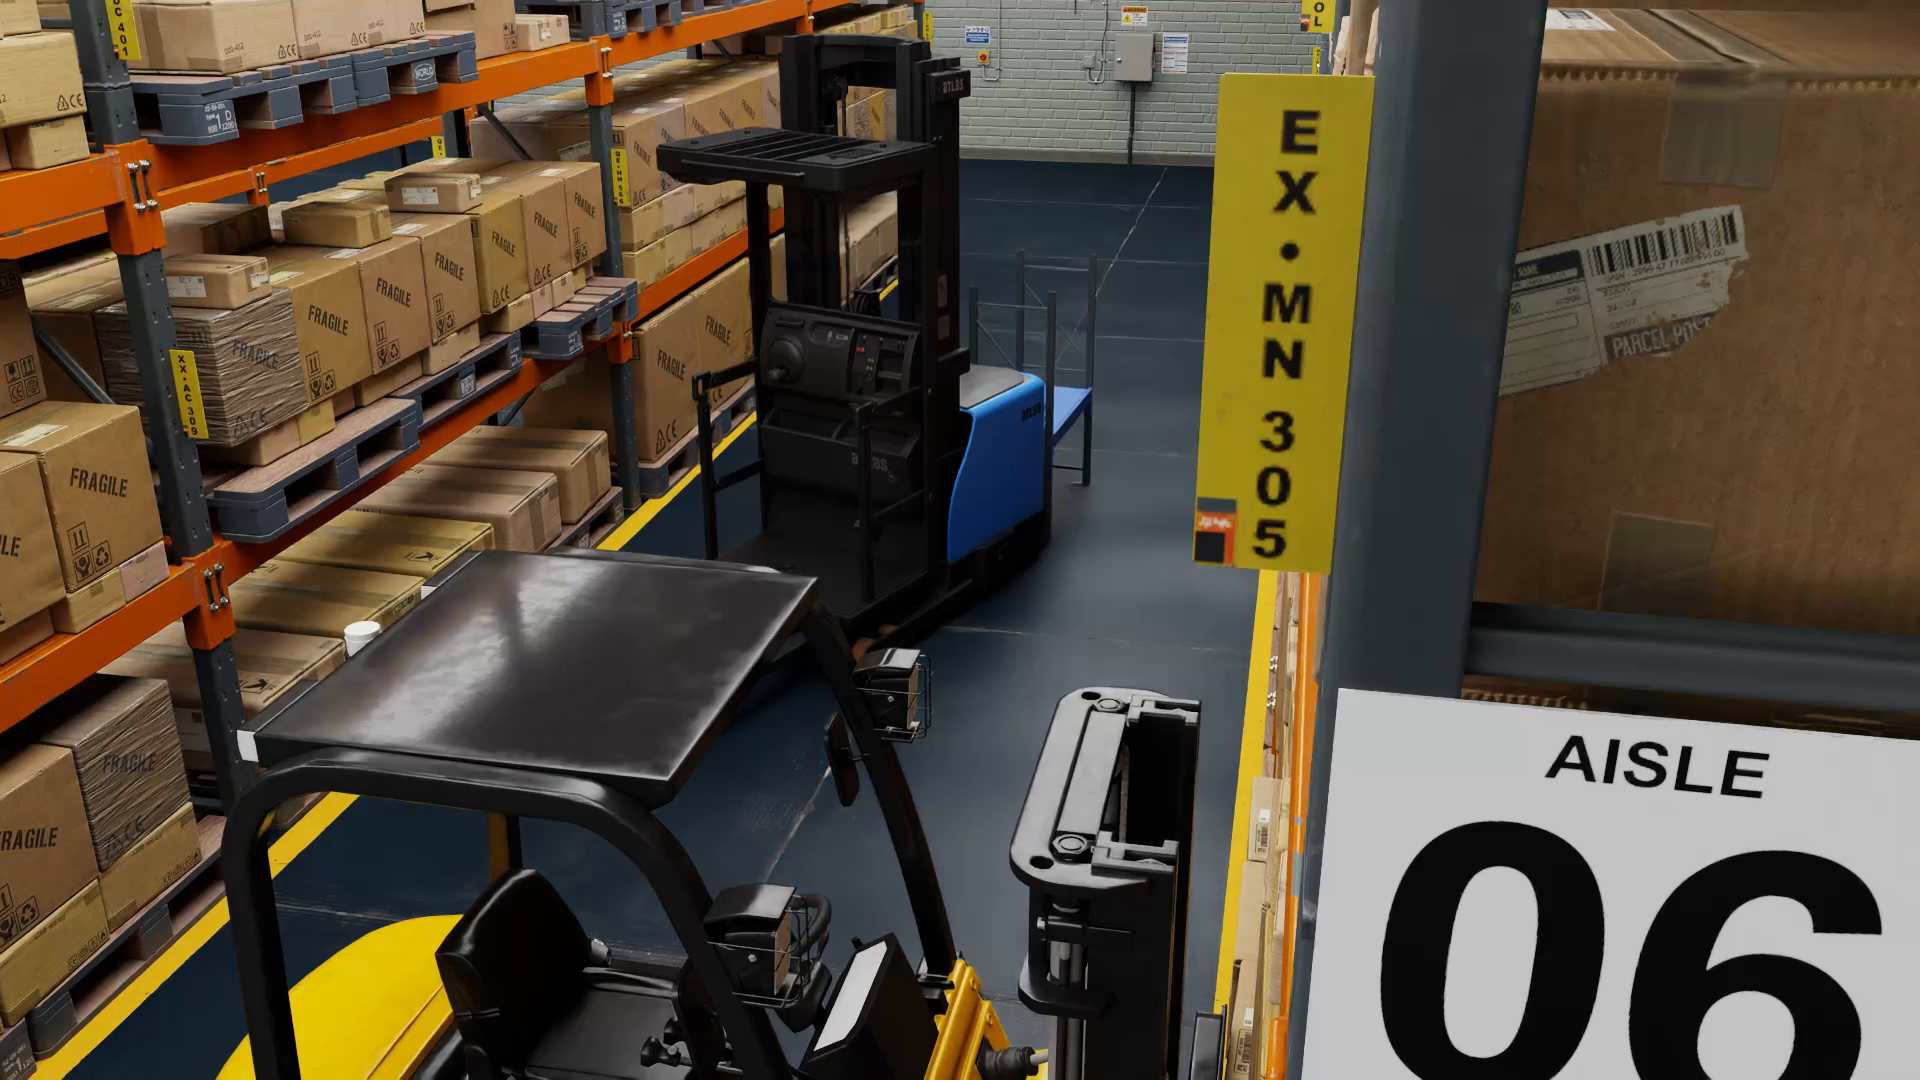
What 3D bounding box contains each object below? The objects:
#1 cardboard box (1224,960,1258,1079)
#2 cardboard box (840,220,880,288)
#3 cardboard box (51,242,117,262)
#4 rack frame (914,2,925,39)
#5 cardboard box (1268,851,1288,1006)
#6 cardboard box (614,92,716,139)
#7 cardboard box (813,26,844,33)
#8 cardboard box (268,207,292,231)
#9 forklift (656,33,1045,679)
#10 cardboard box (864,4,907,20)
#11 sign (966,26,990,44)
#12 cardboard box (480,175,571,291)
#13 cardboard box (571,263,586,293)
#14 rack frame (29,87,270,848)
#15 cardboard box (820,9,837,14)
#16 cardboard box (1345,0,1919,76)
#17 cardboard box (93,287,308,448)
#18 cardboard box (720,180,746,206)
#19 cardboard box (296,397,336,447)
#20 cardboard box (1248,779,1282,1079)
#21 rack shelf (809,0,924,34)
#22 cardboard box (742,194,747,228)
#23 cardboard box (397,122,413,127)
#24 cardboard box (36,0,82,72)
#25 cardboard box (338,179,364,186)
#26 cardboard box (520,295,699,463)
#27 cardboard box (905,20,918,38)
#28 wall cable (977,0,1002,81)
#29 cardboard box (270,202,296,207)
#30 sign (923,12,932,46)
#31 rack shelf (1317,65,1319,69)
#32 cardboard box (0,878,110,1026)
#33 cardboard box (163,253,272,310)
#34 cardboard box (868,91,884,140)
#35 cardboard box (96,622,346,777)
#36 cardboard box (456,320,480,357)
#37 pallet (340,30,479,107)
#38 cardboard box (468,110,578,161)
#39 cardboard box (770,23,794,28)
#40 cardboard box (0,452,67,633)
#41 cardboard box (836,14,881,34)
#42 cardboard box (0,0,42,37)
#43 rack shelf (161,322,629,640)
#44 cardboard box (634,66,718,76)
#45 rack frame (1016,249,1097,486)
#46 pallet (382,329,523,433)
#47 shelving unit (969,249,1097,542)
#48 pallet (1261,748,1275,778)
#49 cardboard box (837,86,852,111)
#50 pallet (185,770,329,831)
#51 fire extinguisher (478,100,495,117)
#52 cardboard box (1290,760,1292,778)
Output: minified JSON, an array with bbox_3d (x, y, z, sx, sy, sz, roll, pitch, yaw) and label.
[{"bbox_3d":[0.942,1.356,4.251,0.500,0.250,0.500,5,23,13],"label":"cardboard box"},{"bbox_3d":[-1.259,-2.641,15.262,0.875,0.438,0.875,4,22,9],"label":"cardboard box"},{"bbox_3d":[-6.658,-2.136,12.922,0.500,0.250,0.500,3,22,9],"label":"cardboard box"},{"bbox_3d":[-0.859,-4.548,17.132,1.000,3.000,0.127,4,22,11],"label":"rack frame"},{"bbox_3d":[0.718,0.669,2.778,0.380,0.149,0.250,5,22,12],"label":"cardboard box"},{"bbox_3d":[-1.938,-2.665,10.982,0.500,0.500,0.500,5,22,12],"label":"cardboard box"},{"bbox_3d":[-1.198,-4.270,14.100,0.380,0.149,0.250,4,22,11],"label":"cardboard box"},{"bbox_3d":[-3.120,-1.287,7.939,0.500,0.500,0.500,4,22,9],"label":"cardboard box"},{"bbox_3d":[-0.728,-0.910,8.191,1.130,2.935,3.031,13,26,30],"label":"forklift"},{"bbox_3d":[-0.736,-5.213,16.441,0.380,0.149,0.250,5,22,12],"label":"cardboard box"},{"bbox_3d":[0.234,-6.764,22.271,0.327,0.218,0.001,4,22,11],"label":"sign"},{"bbox_3d":[-2.406,-1.624,8.777,0.500,0.500,0.500,4,22,10],"label":"cardboard box"},{"bbox_3d":[-2.311,-1.459,9.236,0.380,0.149,0.250,5,22,12],"label":"cardboard box"},{"bbox_3d":[-3.307,-0.160,6.235,1.000,3.000,0.127,4,22,11],"label":"rack frame"},{"bbox_3d":[-1.387,-4.965,15.827,0.380,0.149,0.250,4,22,9],"label":"cardboard box"},{"bbox_3d":[0.895,-0.546,2.349,0.700,0.500,0.500,5,22,11],"label":"cardboard box"},{"bbox_3d":[-2.931,-0.688,6.453,0.500,0.500,0.500,5,22,12],"label":"cardboard box"},{"bbox_3d":[-1.809,-2.506,11.593,0.500,0.250,0.500,5,22,12],"label":"cardboard box"},{"bbox_3d":[-2.825,-0.507,6.870,0.380,0.149,0.250,5,22,12],"label":"cardboard box"},{"bbox_3d":[0.891,0.873,3.538,0.500,0.500,0.500,5,22,11],"label":"cardboard box"},{"bbox_3d":[-1.267,-4.875,14.890,1.077,0.370,4.000,4,22,11],"label":"rack shelf"},{"bbox_3d":[-1.746,-2.463,12.155,0.500,0.250,0.500,4,22,9],"label":"cardboard box"},{"bbox_3d":[-5.751,-4.261,16.755,0.380,0.149,0.250,3,22,9],"label":"cardboard box"},{"bbox_3d":[-3.330,-1.901,6.182,0.500,0.250,0.500,4,22,10],"label":"cardboard box"},{"bbox_3d":[-6.280,-3.679,17.431,0.380,0.149,0.250,4,22,11],"label":"cardboard box"},{"bbox_3d":[-2.269,-1.078,10.797,0.875,0.875,0.875,4,22,10],"label":"cardboard box"},{"bbox_3d":[-0.724,-4.864,16.443,0.500,0.500,0.500,5,23,13],"label":"cardboard box"},{"bbox_3d":[0.269,-7.098,22.061,0.585,1.953,0.123,4,22,11],"label":"wall cable"},{"bbox_3d":[-6.529,-3.207,16.258,0.380,0.149,0.250,4,22,9],"label":"cardboard box"},{"bbox_3d":[-0.330,-5.149,16.756,0.100,0.325,0.005,4,22,11],"label":"sign"},{"bbox_3d":[1.961,-1.572,6.689,1.077,0.370,4.000,4,22,11],"label":"rack shelf"},{"bbox_3d":[-3.263,1.353,5.597,0.500,0.250,0.500,4,22,9],"label":"cardboard box"},{"bbox_3d":[-2.865,-0.985,6.321,0.380,0.149,0.250,4,22,11],"label":"cardboard box"},{"bbox_3d":[-1.003,-3.837,15.232,0.500,0.500,0.500,5,22,13],"label":"cardboard box"},{"bbox_3d":[-3.203,0.672,7.124,0.950,0.372,0.625,5,22,12],"label":"cardboard box"},{"bbox_3d":[-2.566,-0.990,8.071,0.380,0.149,0.250,4,22,9],"label":"cardboard box"},{"bbox_3d":[-2.868,-2.061,7.192,1.213,0.211,1.003,4,22,11],"label":"pallet"},{"bbox_3d":[-2.642,-2.342,10.181,0.500,0.500,0.500,4,22,9],"label":"cardboard box"},{"bbox_3d":[-1.653,-4.400,14.424,0.380,0.149,0.250,4,22,11],"label":"cardboard box"},{"bbox_3d":[-3.253,0.026,5.241,0.500,0.500,0.500,5,23,13],"label":"cardboard box"},{"bbox_3d":[-0.942,-4.742,15.272,0.380,0.149,0.250,5,22,12],"label":"cardboard box"},{"bbox_3d":[-3.158,-1.672,5.243,0.380,0.149,0.250,5,22,12],"label":"cardboard box"},{"bbox_3d":[-2.899,-0.557,8.185,1.077,0.370,4.000,4,22,11],"label":"rack shelf"},{"bbox_3d":[-2.123,-3.268,12.482,0.500,0.500,0.500,4,22,11],"label":"cardboard box"},{"bbox_3d":[0.597,-1.079,10.525,0.500,1.500,0.032,7,23,16],"label":"rack frame"},{"bbox_3d":[-2.855,-0.806,8.098,1.003,0.211,1.213,4,22,11],"label":"pallet"},{"bbox_3d":[0.445,-0.898,10.075,0.538,1.500,1.048,7,23,16],"label":"shelving unit"},{"bbox_3d":[1.665,1.238,6.496,1.003,0.211,1.213,4,22,11],"label":"pallet"},{"bbox_3d":[-1.231,-3.936,14.138,0.500,0.500,0.500,4,22,10],"label":"cardboard box"},{"bbox_3d":[-3.150,0.849,7.463,1.003,0.211,1.213,4,22,11],"label":"pallet"},{"bbox_3d":[-5.222,-4.737,18.202,0.296,0.674,0.183,4,22,11],"label":"fire extinguisher"},{"bbox_3d":[0.895,0.531,3.519,0.380,0.149,0.250,4,22,10],"label":"cardboard box"}]
